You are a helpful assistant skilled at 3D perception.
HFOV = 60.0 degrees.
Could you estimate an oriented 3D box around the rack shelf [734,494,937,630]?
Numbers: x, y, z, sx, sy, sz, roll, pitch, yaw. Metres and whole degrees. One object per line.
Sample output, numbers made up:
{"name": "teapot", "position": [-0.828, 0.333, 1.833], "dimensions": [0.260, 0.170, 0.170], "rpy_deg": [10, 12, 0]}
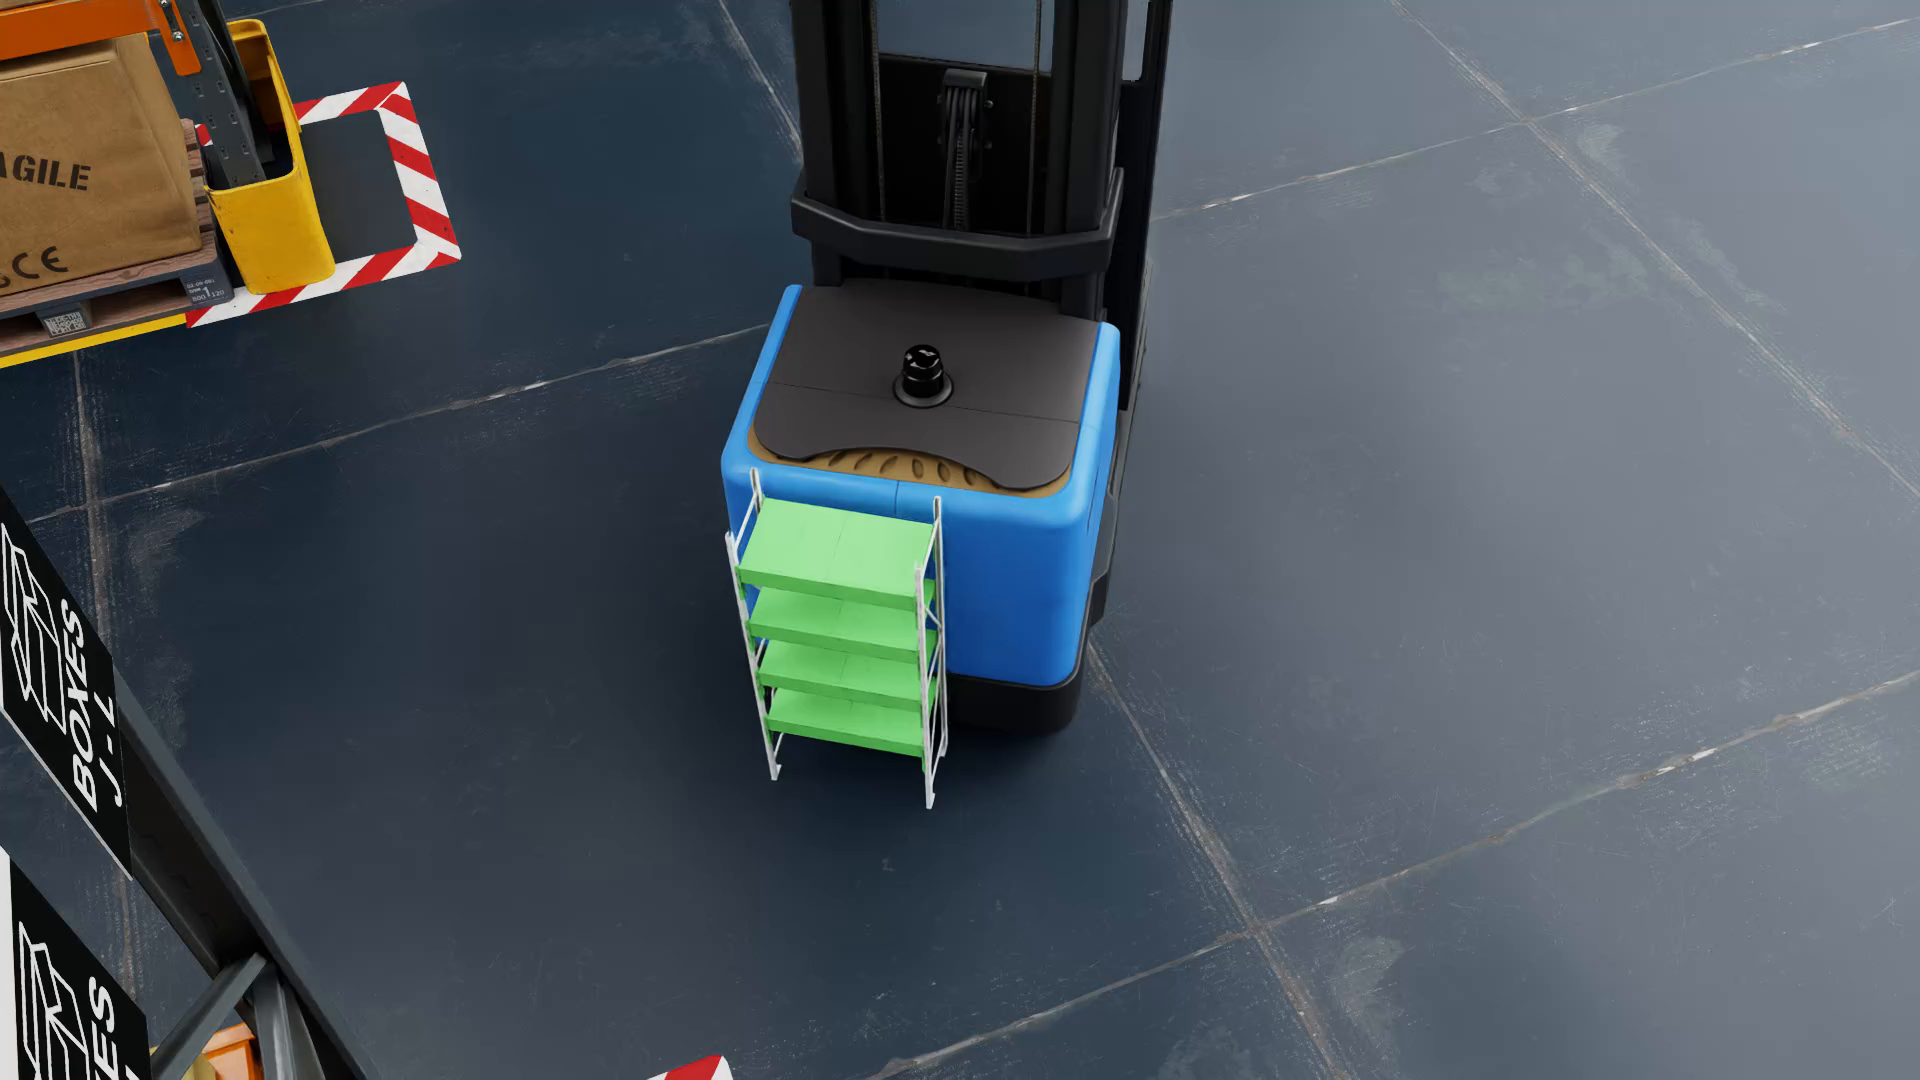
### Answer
{"name": "rack shelf", "position": [-0.318, 0.056, 4.356], "dimensions": [0.480, 0.148, 0.258], "rpy_deg": [9, 52, 8]}

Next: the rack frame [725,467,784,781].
{"name": "rack frame", "position": [-0.552, 0.275, 4.716], "dimensions": [0.015, 1.200, 0.240], "rpy_deg": [9, 52, 8]}

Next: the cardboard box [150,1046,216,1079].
{"name": "cardboard box", "position": [-1.464, 1.126, 2.972], "dimensions": [0.250, 0.149, 0.380], "rpy_deg": [-17, 52, -14]}

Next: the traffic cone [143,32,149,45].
{"name": "traffic cone", "position": [-3.921, -2.401, 7.507], "dimensions": [0.334, 0.463, 0.336], "rpy_deg": [-17, 52, -14]}

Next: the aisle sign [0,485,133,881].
{"name": "aisle sign", "position": [-1.166, 0.054, 2.013], "dimensions": [0.004, 0.787, 0.394], "rpy_deg": [-17, 52, -14]}

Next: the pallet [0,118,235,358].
{"name": "pallet", "position": [-3.603, -1.190, 6.633], "dimensions": [1.213, 0.211, 1.003], "rpy_deg": [-17, 52, -14]}

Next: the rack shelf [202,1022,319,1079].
{"name": "rack shelf", "position": [-2.962, 1.938, 2.583], "dimensions": [4.000, 0.370, 1.077], "rpy_deg": [-17, 52, -14]}

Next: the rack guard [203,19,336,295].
{"name": "rack guard", "position": [-2.870, -1.575, 6.773], "dimensions": [0.348, 0.500, 1.175], "rpy_deg": [-17, 52, -14]}

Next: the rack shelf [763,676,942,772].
{"name": "rack shelf", "position": [-0.311, 0.502, 4.921], "dimensions": [0.480, 0.148, 0.258], "rpy_deg": [9, 52, 8]}

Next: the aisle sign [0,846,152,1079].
{"name": "aisle sign", "position": [-0.940, 0.476, 1.651], "dimensions": [0.004, 0.787, 0.394], "rpy_deg": [-17, 52, -14]}

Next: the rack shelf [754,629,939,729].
{"name": "rack shelf", "position": [-0.313, 0.353, 4.733], "dimensions": [0.480, 0.148, 0.258], "rpy_deg": [9, 52, 8]}

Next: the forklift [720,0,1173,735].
{"name": "forklift", "position": [0.099, -1.493, 5.100], "dimensions": [1.130, 2.935, 3.031], "rpy_deg": [8, 50, 7]}

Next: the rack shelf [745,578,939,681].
{"name": "rack shelf", "position": [-0.315, 0.204, 4.544], "dimensions": [0.480, 0.148, 0.258], "rpy_deg": [9, 52, 8]}

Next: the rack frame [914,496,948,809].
{"name": "rack frame", "position": [-0.075, 0.352, 4.649], "dimensions": [0.015, 1.200, 0.240], "rpy_deg": [9, 52, 8]}

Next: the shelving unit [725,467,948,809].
{"name": "shelving unit", "position": [-0.314, 0.314, 4.683], "dimensions": [0.503, 1.200, 0.258], "rpy_deg": [9, 52, 8]}

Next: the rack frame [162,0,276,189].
{"name": "rack frame", "position": [-2.892, -2.383, 5.819], "dimensions": [0.127, 3.000, 1.000], "rpy_deg": [-17, 52, -14]}

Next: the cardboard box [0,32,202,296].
{"name": "cardboard box", "position": [-3.495, -1.587, 6.259], "dimensions": [0.875, 0.875, 0.875], "rpy_deg": [-17, 51, -14]}

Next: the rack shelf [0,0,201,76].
{"name": "rack shelf", "position": [-4.744, -1.575, 5.599], "dimensions": [4.000, 0.370, 1.077], "rpy_deg": [-17, 52, -14]}
